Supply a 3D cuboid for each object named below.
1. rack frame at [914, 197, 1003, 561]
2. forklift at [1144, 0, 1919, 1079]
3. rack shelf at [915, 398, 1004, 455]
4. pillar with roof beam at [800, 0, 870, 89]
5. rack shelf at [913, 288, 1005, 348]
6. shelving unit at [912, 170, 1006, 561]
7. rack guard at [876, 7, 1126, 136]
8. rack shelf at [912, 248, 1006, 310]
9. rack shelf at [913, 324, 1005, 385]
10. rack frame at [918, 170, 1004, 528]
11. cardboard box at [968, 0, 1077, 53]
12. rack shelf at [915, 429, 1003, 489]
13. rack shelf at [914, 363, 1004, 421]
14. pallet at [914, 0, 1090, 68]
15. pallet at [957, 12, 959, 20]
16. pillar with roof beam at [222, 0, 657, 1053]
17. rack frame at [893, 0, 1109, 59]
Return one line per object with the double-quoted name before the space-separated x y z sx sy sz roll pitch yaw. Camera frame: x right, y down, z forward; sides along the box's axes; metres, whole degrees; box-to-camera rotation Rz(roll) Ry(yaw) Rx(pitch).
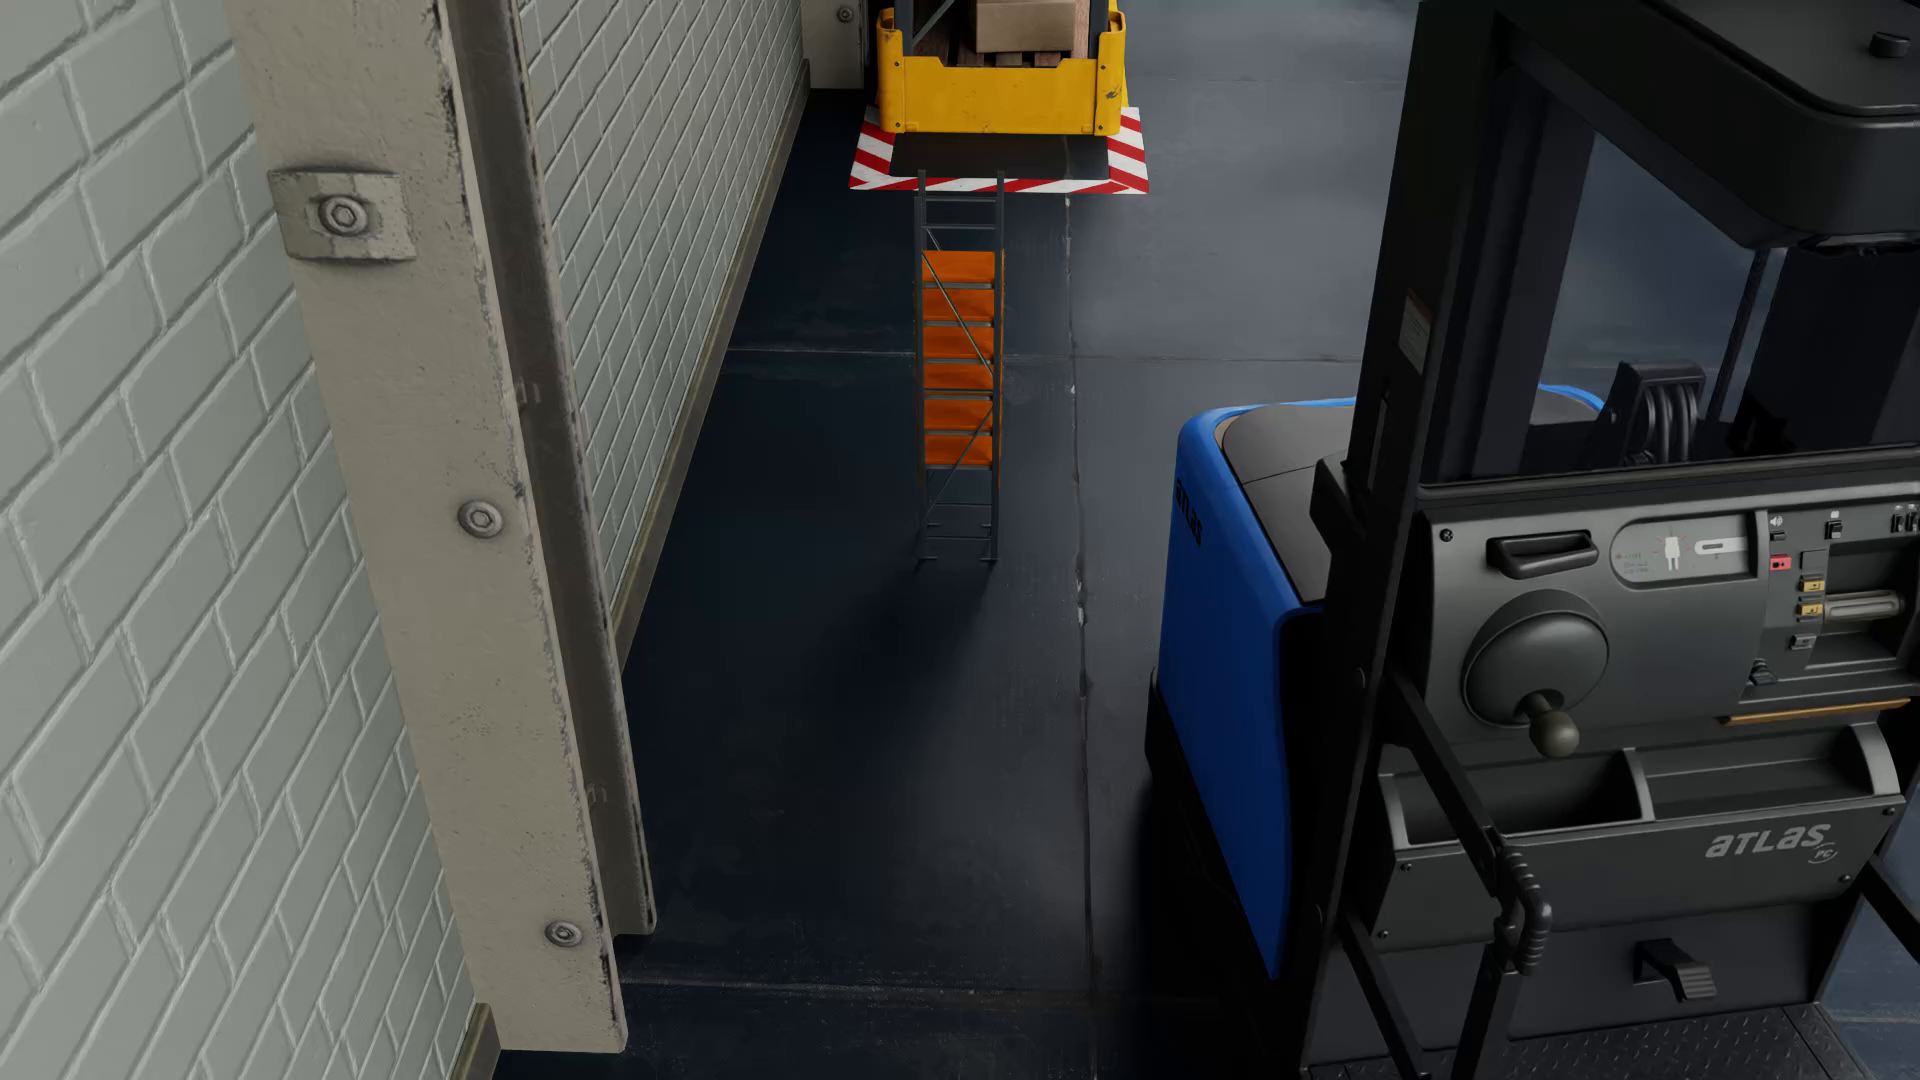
"rack frame" -0.004 -0.430 4.818 0.240 1.200 0.006 1 35 2
"forklift" 1.212 0.175 2.451 1.130 2.935 3.031 -5 35 -7
"rack shelf" -0.001 -0.348 4.988 0.258 0.103 0.180 1 35 2
"pillar with roof beam" 3.658 -6.022 5.992 9.100 9.000 0.400 1 35 2
"rack shelf" -0.001 -0.643 4.781 0.258 0.103 0.180 1 35 2
"shelving unit" -0.001 -0.483 4.893 0.258 1.200 0.189 1 35 2
"rack guard" 0.195 -2.266 8.039 1.175 0.500 0.348 1 35 2
"rack shelf" -0.001 -0.741 4.712 0.258 0.103 0.180 1 35 2
"rack shelf" -0.001 -0.544 4.850 0.258 0.103 0.180 1 35 2
"rack frame" 0.003 -0.535 4.968 0.240 1.200 0.006 1 35 2
"cardboard box" 0.310 -2.720 8.467 0.500 0.311 0.500 -2 35 -3
"rack shelf" -0.001 -0.250 5.057 0.258 0.103 0.180 1 35 2
"rack shelf" -0.001 -0.446 4.919 0.258 0.103 0.180 1 35 2
"pallet" 0.263 -2.613 8.785 1.003 0.211 1.213 1 35 2
"pallet" 0.315 -3.312 9.780 1.003 0.211 1.213 1 35 2
"pillar with roof beam" 3.417 -2.575 1.087 9.100 9.000 0.400 1 35 2
"rack frame" 0.192 -3.245 7.258 1.000 3.000 0.127 1 35 2
